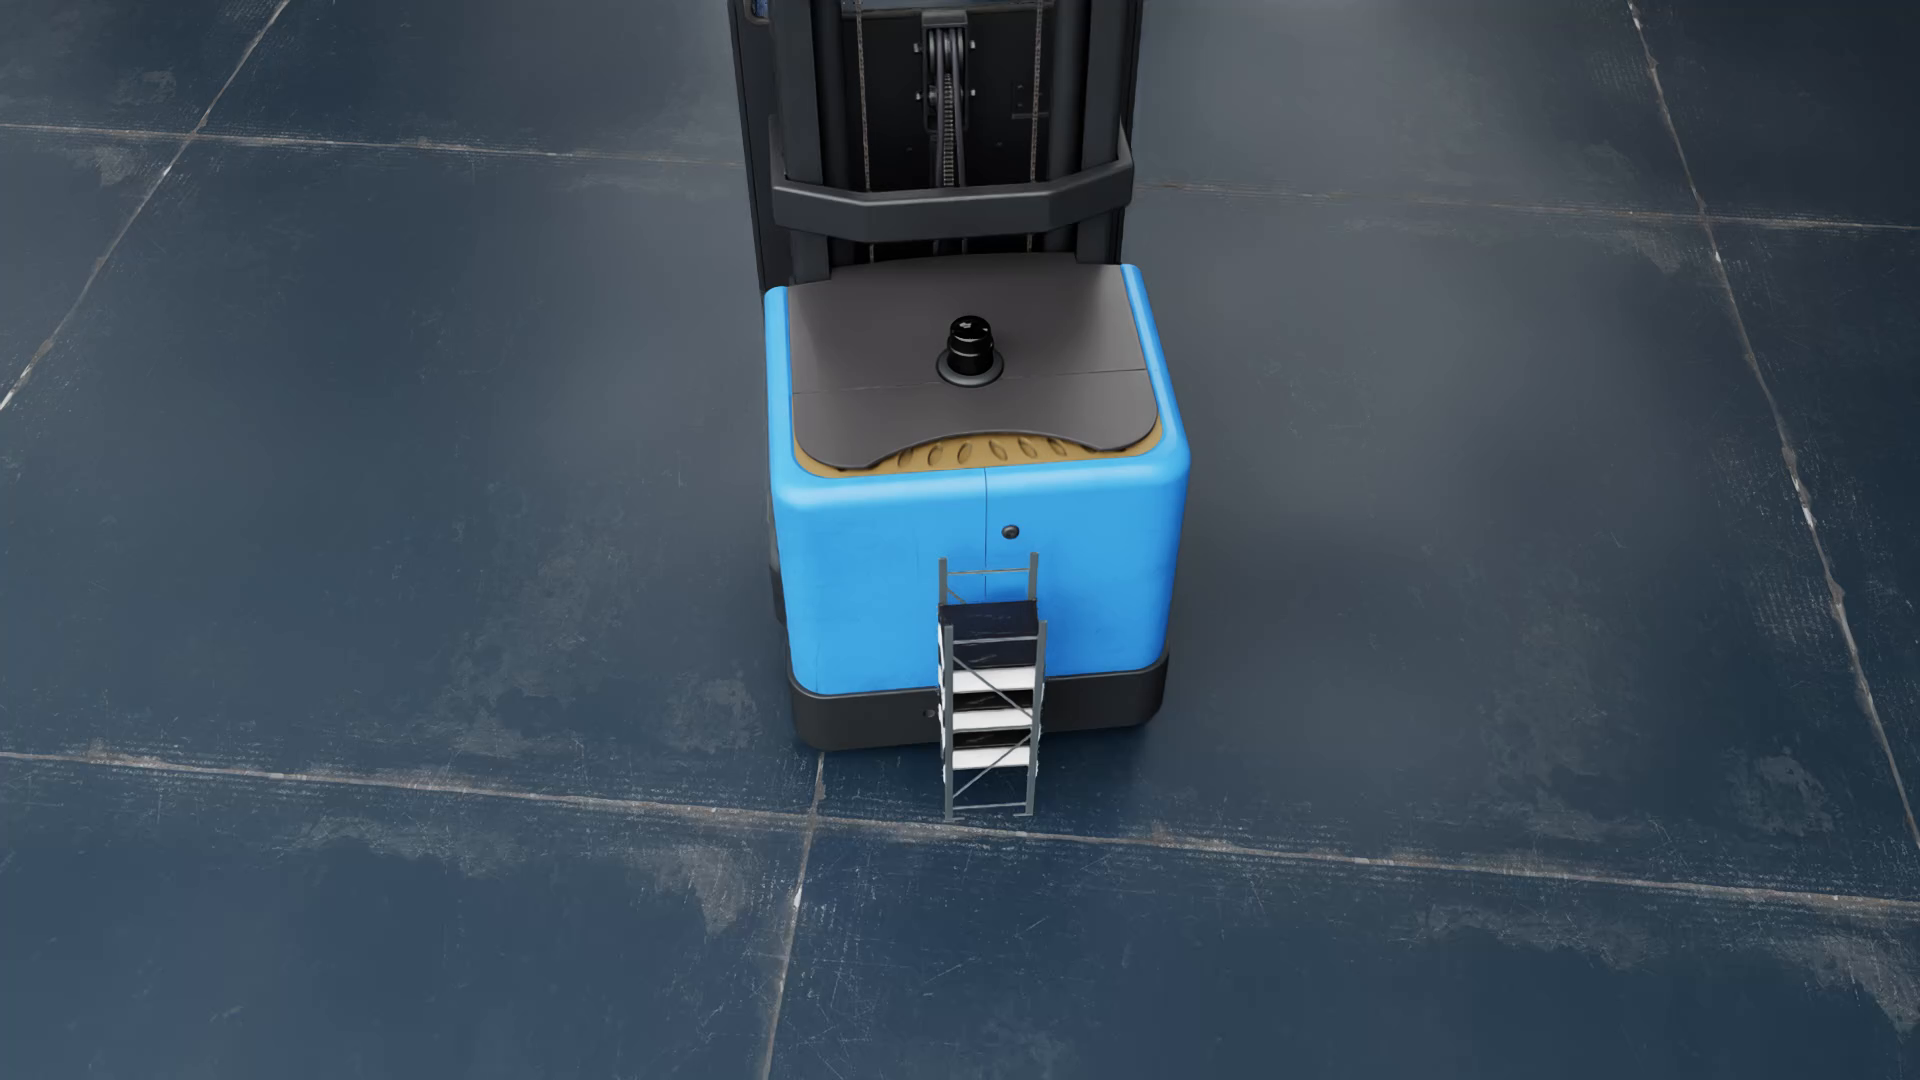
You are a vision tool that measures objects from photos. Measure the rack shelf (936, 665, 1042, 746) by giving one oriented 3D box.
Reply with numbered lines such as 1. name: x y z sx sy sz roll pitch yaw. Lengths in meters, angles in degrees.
1. rack shelf: 0.074 0.419 4.294 0.258 0.077 0.200 -3 51 -3

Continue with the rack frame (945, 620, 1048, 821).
1. rack frame: 0.082 0.477 4.204 0.240 0.900 0.006 -3 51 -3

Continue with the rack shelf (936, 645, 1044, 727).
1. rack shelf: 0.075 0.363 4.224 0.258 0.077 0.200 -3 51 -3

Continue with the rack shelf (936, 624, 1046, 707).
1. rack shelf: 0.075 0.306 4.154 0.258 0.077 0.200 -3 51 -3

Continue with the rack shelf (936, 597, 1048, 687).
1. rack shelf: 0.075 0.250 4.084 0.258 0.077 0.200 -3 51 -3

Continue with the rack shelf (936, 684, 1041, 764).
1. rack shelf: 0.074 0.476 4.364 0.258 0.077 0.200 -3 51 -3

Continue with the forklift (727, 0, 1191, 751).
1. forklift: -0.088 -1.499 4.635 1.130 2.935 3.031 -4 48 -4

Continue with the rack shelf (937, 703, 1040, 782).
1. rack shelf: 0.073 0.532 4.434 0.258 0.077 0.200 -3 51 -3

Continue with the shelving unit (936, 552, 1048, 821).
1. shelving unit: 0.074 0.398 4.268 0.258 0.900 0.210 -3 51 -3

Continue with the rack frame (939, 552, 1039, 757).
1. rack frame: 0.067 0.319 4.331 0.240 0.900 0.006 -3 51 -3
